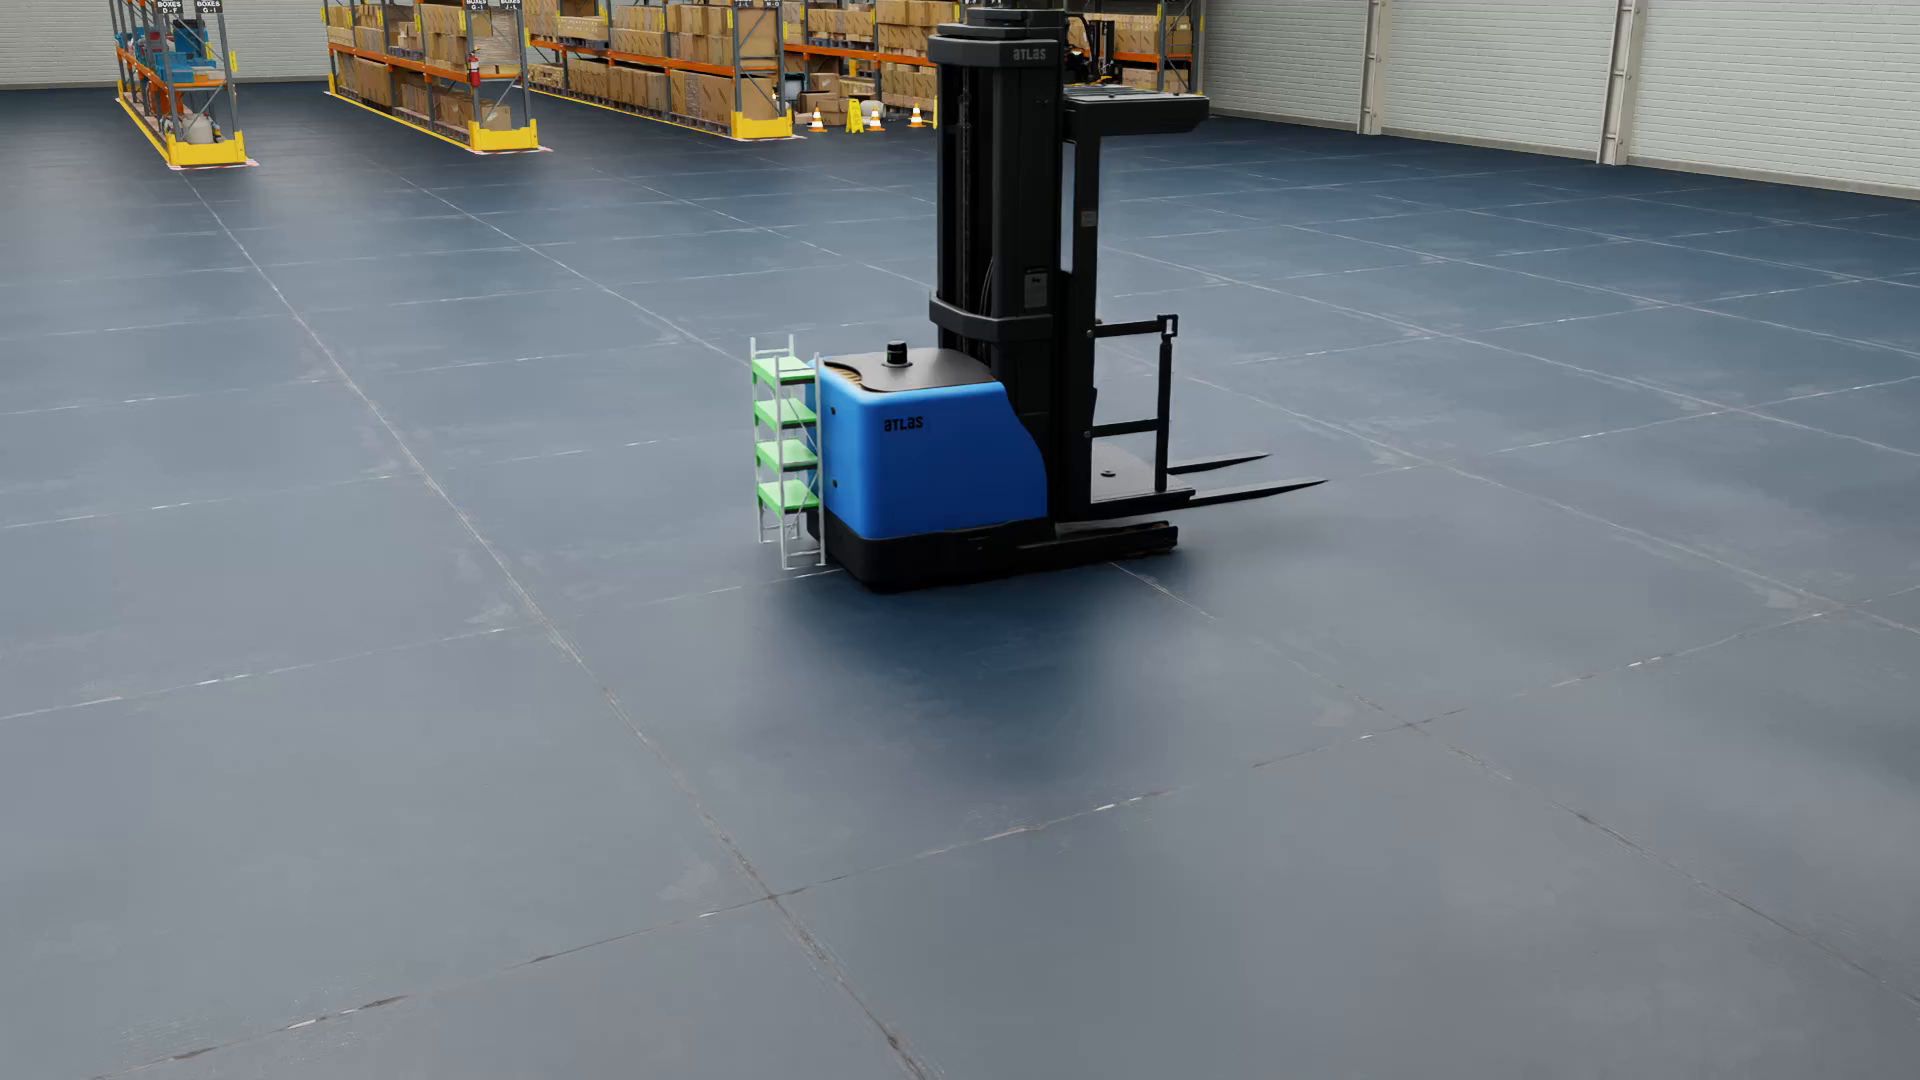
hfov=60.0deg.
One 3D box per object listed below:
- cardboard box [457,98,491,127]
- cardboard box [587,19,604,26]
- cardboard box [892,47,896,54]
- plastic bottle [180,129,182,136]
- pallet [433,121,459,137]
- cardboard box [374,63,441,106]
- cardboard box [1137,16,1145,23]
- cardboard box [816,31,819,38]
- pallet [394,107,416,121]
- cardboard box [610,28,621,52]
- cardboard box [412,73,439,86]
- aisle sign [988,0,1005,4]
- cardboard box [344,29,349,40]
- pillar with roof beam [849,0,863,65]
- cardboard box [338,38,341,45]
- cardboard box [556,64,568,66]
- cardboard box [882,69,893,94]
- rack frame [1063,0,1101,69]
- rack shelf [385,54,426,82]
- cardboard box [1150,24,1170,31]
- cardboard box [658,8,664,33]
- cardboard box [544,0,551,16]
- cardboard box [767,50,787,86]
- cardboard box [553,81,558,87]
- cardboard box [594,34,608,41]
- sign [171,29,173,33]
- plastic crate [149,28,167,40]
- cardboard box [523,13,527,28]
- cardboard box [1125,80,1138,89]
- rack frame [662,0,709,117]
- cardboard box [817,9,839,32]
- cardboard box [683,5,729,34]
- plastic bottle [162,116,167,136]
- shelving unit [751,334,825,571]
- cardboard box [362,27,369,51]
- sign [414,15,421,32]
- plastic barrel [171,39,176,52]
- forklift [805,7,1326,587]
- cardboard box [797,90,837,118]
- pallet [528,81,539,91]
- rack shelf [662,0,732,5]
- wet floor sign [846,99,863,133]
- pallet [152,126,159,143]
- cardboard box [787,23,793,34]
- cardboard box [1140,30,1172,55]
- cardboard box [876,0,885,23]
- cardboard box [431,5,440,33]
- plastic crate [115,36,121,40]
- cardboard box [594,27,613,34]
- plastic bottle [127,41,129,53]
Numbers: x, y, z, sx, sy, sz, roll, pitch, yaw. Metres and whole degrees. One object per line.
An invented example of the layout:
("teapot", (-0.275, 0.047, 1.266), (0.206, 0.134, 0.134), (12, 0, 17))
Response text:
("cardboard box", (-9.384, -8.267, 32.178), (0.500, 0.500, 0.500), (-12, 22, -31))
("cardboard box", (-8.545, -12.166, 39.119), (0.380, 0.149, 0.250), (-9, 21, -25))
("cardboard box", (-1.274, -10.840, 36.833), (0.380, 0.149, 0.250), (-10, 21, -27))
("plastic bottle", (-13.959, -7.270, 29.718), (0.097, 0.201, 0.097), (0, 19, 0))
("pallet", (-9.831, -8.195, 33.056), (1.003, 0.211, 1.213), (-10, 21, -27))
("cardboard box", (-12.390, -10.244, 37.333), (1.225, 0.875, 0.875), (-11, 22, -29))
("cardboard box", (4.158, -11.558, 36.925), (0.380, 0.149, 0.250), (-9, 21, -25))
("cardboard box", (-3.264, -12.255, 40.288), (0.380, 0.149, 0.250), (-11, 22, -30))
("pallet", (-11.711, -9.306, 36.276), (1.003, 0.211, 1.213), (-10, 21, -27))
("cardboard box", (-7.692, -11.464, 38.103), (0.500, 0.500, 0.500), (-10, 21, -26))
("cardboard box", (-11.475, -9.891, 35.705), (0.500, 0.250, 0.500), (-7, 20, -21))
("aisle sign", (0.742, -11.346, 33.928), (0.394, 0.787, 0.004), (-10, 21, -27))
("cardboard box", (-14.669, -12.301, 40.454), (0.500, 0.250, 0.500), (-9, 21, -25))
("pillar with roof beam", (-7.067, -18.533, 49.543), (9.100, 9.000, 0.400), (-10, 21, -27))
("cardboard box", (-15.270, -12.432, 41.446), (0.380, 0.149, 0.250), (-11, 22, -28))
("cardboard box", (-10.621, -12.684, 44.605), (0.380, 0.149, 0.250), (-11, 22, -29))
("cardboard box", (-1.417, -10.277, 37.238), (0.500, 0.500, 0.500), (-9, 21, -24))
("rack frame", (2.907, -12.005, 39.824), (1.000, 3.000, 0.127), (-10, 21, -27))
("rack shelf", (-11.131, -9.934, 34.925), (1.077, 0.370, 4.000), (-10, 21, -27))
("cardboard box", (4.395, -11.267, 36.536), (0.380, 0.149, 0.250), (-10, 21, -26))
("cardboard box", (-6.009, -11.101, 35.517), (0.700, 0.500, 0.500), (-10, 22, -28))
("cardboard box", (-10.278, -13.637, 42.411), (0.500, 0.500, 0.500), (-11, 22, -28))
("cardboard box", (-4.458, -12.302, 43.298), (0.875, 0.875, 0.875), (-9, 21, -25))
("cardboard box", (-10.285, -11.800, 42.956), (0.380, 0.149, 0.250), (-11, 22, -28))
("cardboard box", (-8.306, -11.738, 38.791), (0.380, 0.149, 0.250), (-10, 21, -26))
("sign", (-17.854, -11.445, 37.776), (0.100, 0.325, 0.005), (-10, 21, -27))
("plastic crate", (-18.542, -11.583, 38.411), (0.402, 0.464, 0.583), (-10, 21, -27))
("cardboard box", (-11.496, -13.900, 44.707), (0.500, 0.500, 0.500), (-9, 21, -24))
("cardboard box", (4.071, -10.229, 37.481), (0.500, 0.250, 0.500), (-10, 22, -27))
("rack frame", (-5.768, -10.439, 35.286), (1.000, 3.000, 0.127), (-10, 21, -27))
("cardboard box", (-3.095, -12.456, 39.878), (0.500, 0.500, 0.500), (-9, 21, -24))
("cardboard box", (-5.124, -10.593, 33.847), (0.875, 0.550, 0.550), (-10, 21, -27))
("plastic bottle", (-14.432, -7.539, 30.266), (0.144, 0.351, 0.185), (-11, 22, -29))
("shelving unit", (-0.953, -0.489, 9.209), (0.258, 1.200, 0.503), (-7, 20, -20))
("cardboard box", (-13.505, -11.585, 38.454), (0.500, 0.500, 0.500), (-11, 22, -28))
("sign", (-10.668, -10.160, 32.703), (0.100, 0.325, 0.005), (-10, 21, -27))
("plastic barrel", (-14.801, -9.306, 31.793), (0.433, 0.535, 0.433), (0, 19, 0))
("forklift", (0.683, -1.434, 9.295), (3.031, 2.935, 1.130), (-8, 21, -22))
("cardboard box", (-3.074, -9.350, 35.749), (0.797, 0.637, 0.503), (-10, 21, -27))
("pallet", (-11.076, -12.305, 44.969), (1.003, 0.211, 1.213), (-10, 21, -27))
("rack shelf", (-4.818, -10.943, 33.251), (1.077, 0.370, 4.000), (-10, 21, -27))
("wet floor sign", (-2.112, -8.477, 33.207), (0.267, 0.644, 0.232), (-14, 24, -36))
("pallet", (-14.947, -7.834, 32.011), (1.003, 0.211, 1.213), (-10, 21, -27))
("cardboard box", (-4.059, -12.795, 41.577), (0.500, 0.250, 0.500), (-11, 22, -28))
("cardboard box", (4.342, -11.005, 36.771), (0.500, 0.500, 0.500), (-11, 22, -28))
("cardboard box", (-1.442, -11.736, 36.901), (0.700, 0.500, 0.500), (-10, 22, -27))
("cardboard box", (-9.715, -9.905, 31.596), (0.500, 0.500, 0.500), (-10, 21, -27))
("plastic crate", (-20.098, -12.016, 40.020), (0.416, 0.233, 0.300), (-10, 21, -27))
("cardboard box", (-8.303, -11.879, 38.745), (0.380, 0.149, 0.250), (-9, 21, -26))
("plastic bottle", (-18.540, -11.003, 37.098), (0.061, 0.283, 0.133), (-10, 21, -27))
